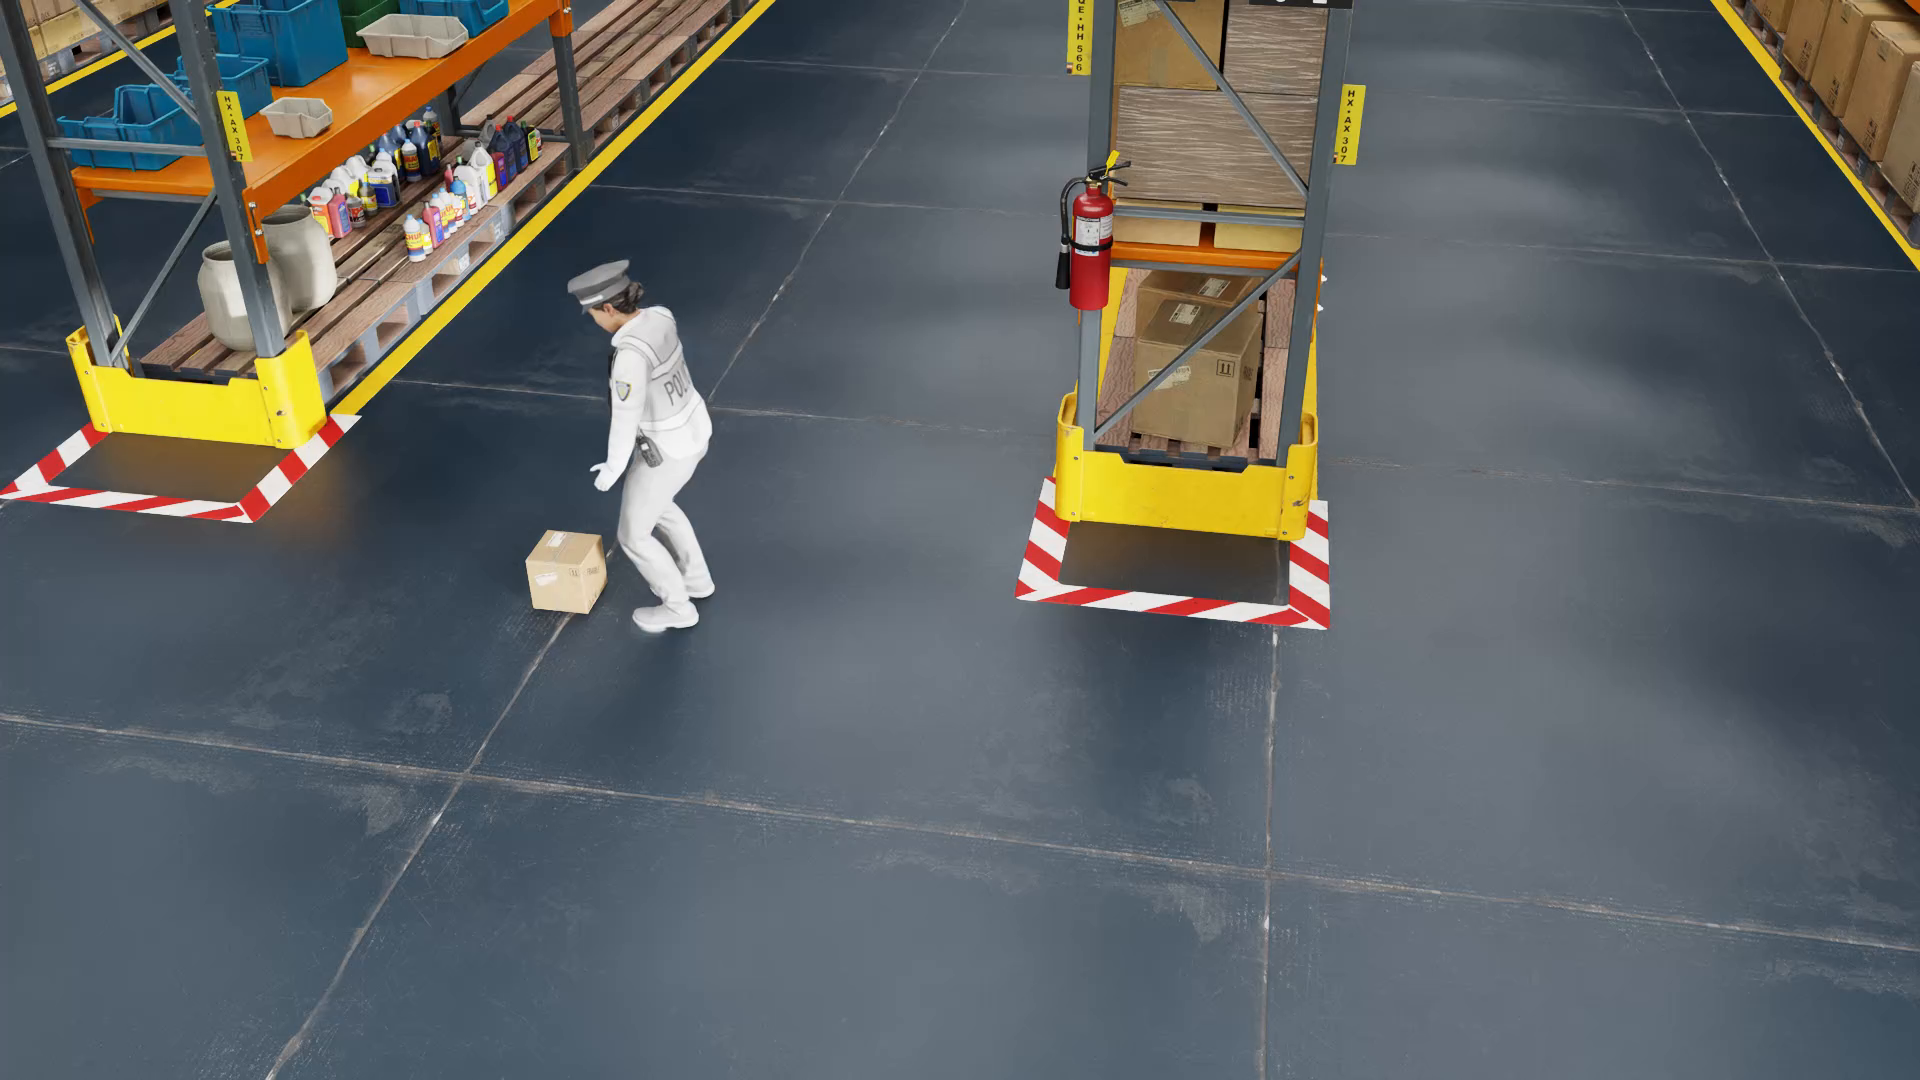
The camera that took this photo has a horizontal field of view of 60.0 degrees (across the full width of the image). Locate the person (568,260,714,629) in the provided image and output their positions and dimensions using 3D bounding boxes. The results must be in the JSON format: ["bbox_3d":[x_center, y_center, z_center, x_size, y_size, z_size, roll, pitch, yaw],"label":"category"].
[{"bbox_3d":[-1.269,-0.368,6.781,0.485,1.604,0.508,6,33,9],"label":"person"}]
